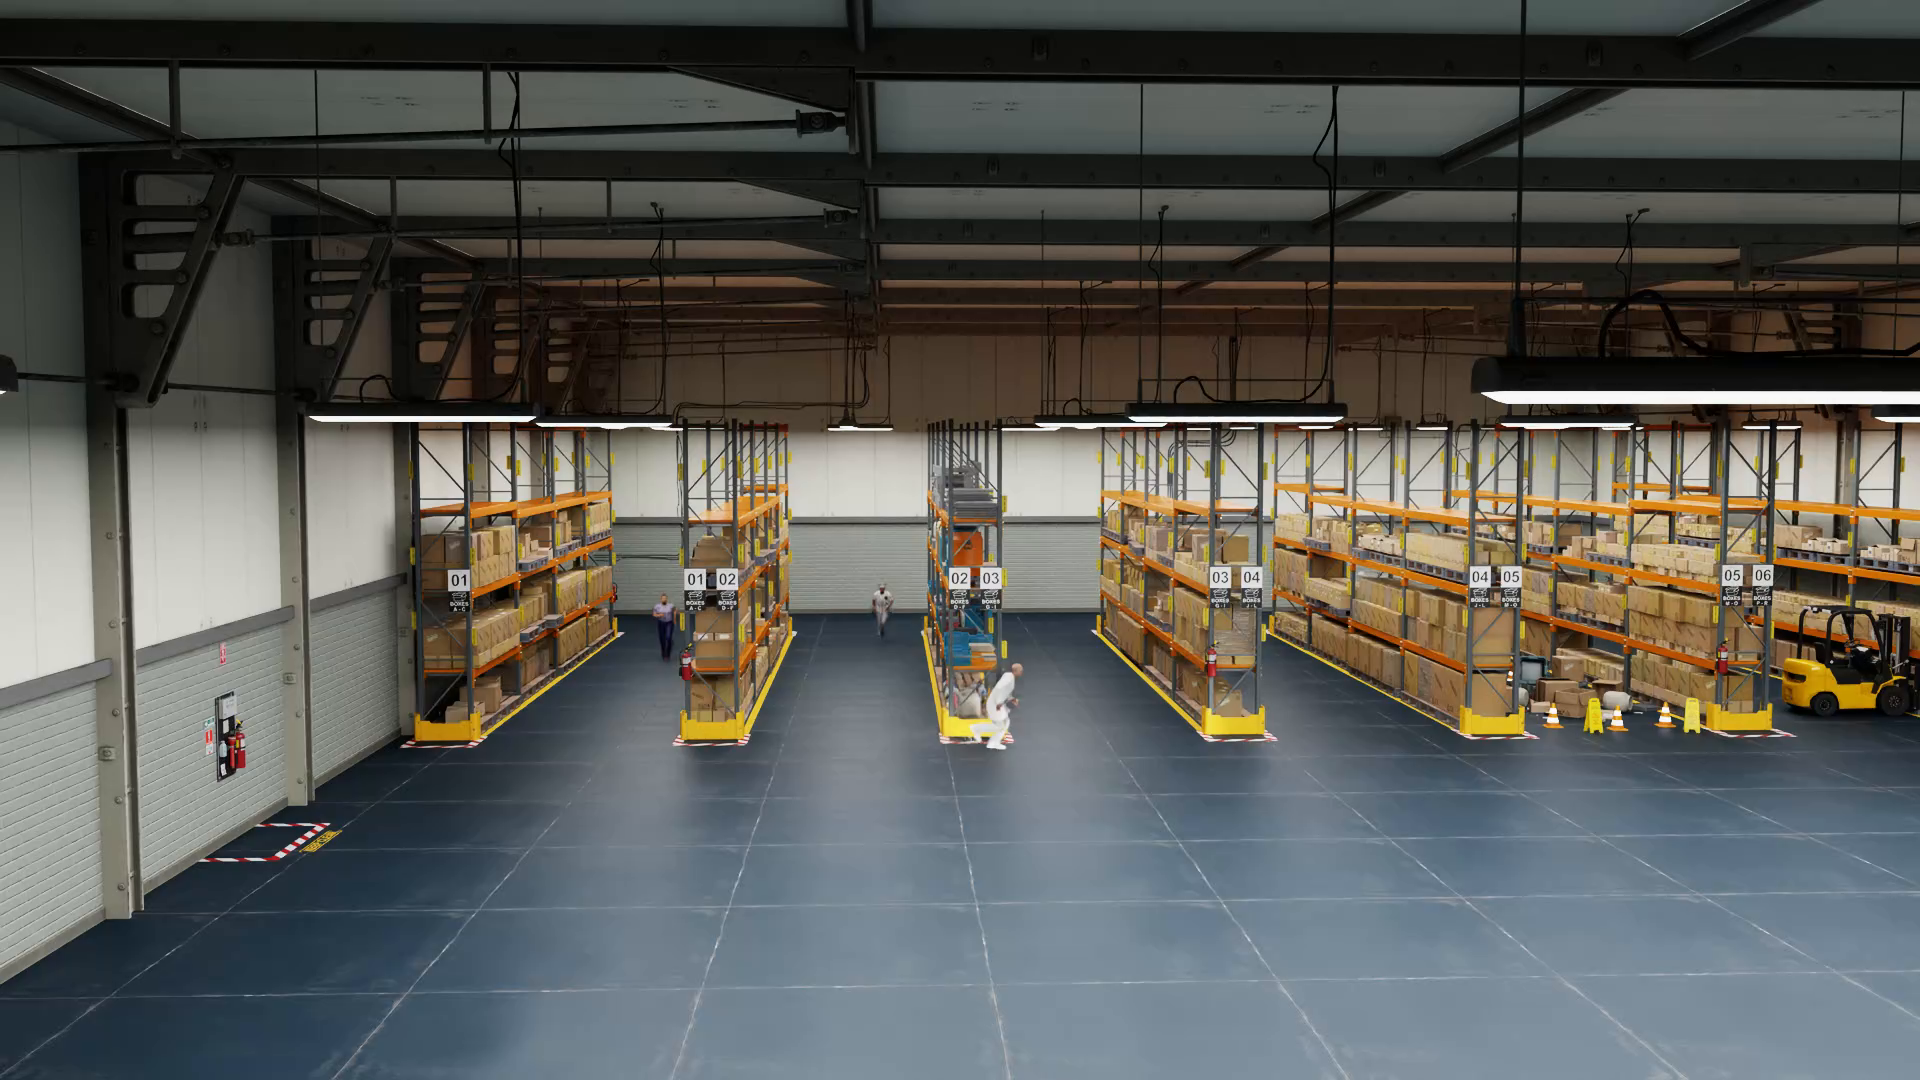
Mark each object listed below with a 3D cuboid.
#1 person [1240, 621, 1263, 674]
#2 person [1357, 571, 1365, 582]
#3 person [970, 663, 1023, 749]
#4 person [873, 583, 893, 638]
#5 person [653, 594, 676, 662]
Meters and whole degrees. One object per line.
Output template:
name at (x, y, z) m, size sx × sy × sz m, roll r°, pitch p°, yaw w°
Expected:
person at (6.803, 2.370, 39.223) m, size 0.698 × 1.650 × 1.023 m, roll 0°, pitch 4°, yaw -4°
person at (11.488, 1.782, 47.563) m, size 0.680 × 1.784 × 0.978 m, roll -3°, pitch 5°, yaw -38°
person at (0.653, 3.021, 30.102) m, size 0.970 × 1.574 × 0.728 m, roll 0°, pitch 4°, yaw 7°
person at (-2.097, 1.928, 45.262) m, size 0.564 × 1.561 × 0.703 m, roll 0°, pitch 4°, yaw -1°
person at (-7.470, 2.200, 42.055) m, size 0.555 × 1.695 × 0.854 m, roll 0°, pitch 4°, yaw -3°
